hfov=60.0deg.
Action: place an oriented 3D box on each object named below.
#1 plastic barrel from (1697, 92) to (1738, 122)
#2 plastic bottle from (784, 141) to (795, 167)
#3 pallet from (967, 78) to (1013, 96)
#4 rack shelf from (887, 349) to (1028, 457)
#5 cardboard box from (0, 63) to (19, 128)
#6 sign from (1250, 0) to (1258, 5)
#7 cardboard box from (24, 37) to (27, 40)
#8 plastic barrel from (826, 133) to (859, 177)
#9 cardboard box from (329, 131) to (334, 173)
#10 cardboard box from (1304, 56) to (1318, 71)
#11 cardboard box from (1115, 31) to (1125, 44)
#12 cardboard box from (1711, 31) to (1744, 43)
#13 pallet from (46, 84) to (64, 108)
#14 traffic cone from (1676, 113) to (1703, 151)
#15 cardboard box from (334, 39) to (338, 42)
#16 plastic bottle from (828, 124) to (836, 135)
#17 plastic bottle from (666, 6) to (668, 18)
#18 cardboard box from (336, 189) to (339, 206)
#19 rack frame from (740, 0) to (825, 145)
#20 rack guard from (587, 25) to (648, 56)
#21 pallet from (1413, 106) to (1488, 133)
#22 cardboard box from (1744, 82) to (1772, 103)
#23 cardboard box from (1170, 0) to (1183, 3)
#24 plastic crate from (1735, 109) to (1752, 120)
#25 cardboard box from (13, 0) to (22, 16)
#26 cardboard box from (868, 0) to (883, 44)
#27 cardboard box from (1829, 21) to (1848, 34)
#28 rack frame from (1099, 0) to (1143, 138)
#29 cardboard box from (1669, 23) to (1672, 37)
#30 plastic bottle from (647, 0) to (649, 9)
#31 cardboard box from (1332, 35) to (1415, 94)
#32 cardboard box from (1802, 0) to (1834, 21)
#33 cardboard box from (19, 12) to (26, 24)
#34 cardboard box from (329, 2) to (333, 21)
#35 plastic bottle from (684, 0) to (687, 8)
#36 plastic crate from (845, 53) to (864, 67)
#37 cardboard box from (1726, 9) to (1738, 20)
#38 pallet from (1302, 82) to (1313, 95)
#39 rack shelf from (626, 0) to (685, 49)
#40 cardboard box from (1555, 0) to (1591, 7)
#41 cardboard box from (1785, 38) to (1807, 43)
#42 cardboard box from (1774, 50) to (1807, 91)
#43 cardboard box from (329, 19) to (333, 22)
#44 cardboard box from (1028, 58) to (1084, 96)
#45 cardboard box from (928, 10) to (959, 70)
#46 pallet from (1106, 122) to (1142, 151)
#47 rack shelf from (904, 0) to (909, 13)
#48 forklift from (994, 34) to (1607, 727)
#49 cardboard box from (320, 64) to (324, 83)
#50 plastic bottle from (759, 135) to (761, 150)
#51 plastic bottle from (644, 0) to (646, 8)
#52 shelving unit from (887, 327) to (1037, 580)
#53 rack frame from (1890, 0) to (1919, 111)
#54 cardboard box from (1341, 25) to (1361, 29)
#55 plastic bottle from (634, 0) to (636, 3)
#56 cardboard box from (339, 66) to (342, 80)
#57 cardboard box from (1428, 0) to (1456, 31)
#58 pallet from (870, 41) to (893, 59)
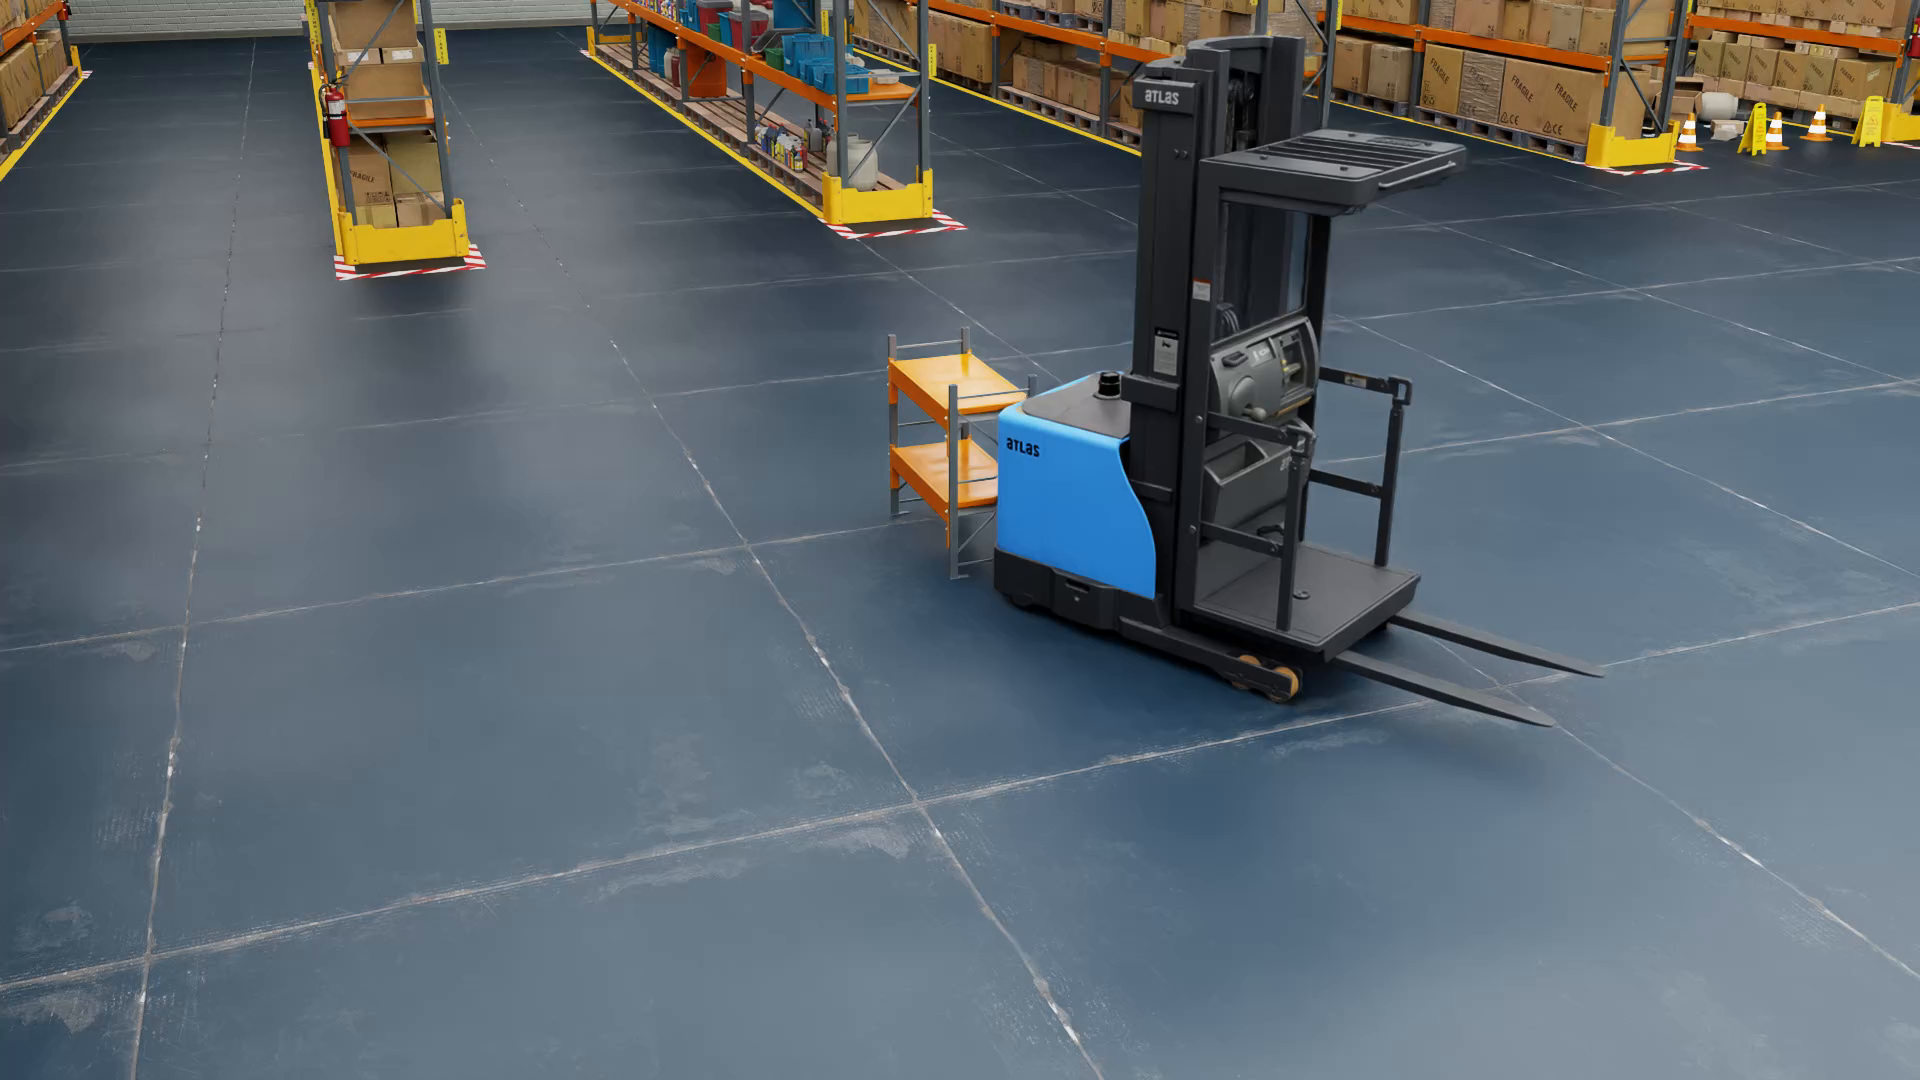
[{"bbox_3d":[10.943,-6.254,24.044,0.512,0.421,0.421,8,24,18],"label":"plastic barrel"},{"bbox_3d":[-1.987,-4.560,19.647,0.152,0.276,0.135,-9,24,-20],"label":"plastic bottle"},{"bbox_3d":[0.784,-7.458,27.172,1.003,0.211,1.213,-8,24,-19],"label":"pallet"},{"bbox_3d":[-0.002,-0.791,9.424,0.538,0.278,1.000,-8,24,-19],"label":"rack shelf"},{"bbox_3d":[-13.047,-5.895,22.101,0.750,0.750,0.750,-9,24,-20],"label":"cardboard box"},{"bbox_3d":[3.291,-6.149,18.580,0.100,0.325,0.005,-8,24,-19],"label":"sign"},{"bbox_3d":[-15.177,-7.971,26.643,0.380,0.149,0.250,-8,24,-18],"label":"cardboard box"},{"bbox_3d":[-1.297,-4.317,18.793,0.421,0.512,0.421,0,23,0],"label":"plastic barrel"},{"bbox_3d":[-6.461,-4.150,17.769,0.500,0.500,0.500,-8,24,-19],"label":"cardboard box"},{"bbox_3d":[3.940,-5.559,19.402,0.380,0.149,0.250,-8,24,-19],"label":"cardboard box"},{"bbox_3d":[2.275,-6.665,22.024,0.380,0.149,0.250,-8,24,-19],"label":"cardboard box"},{"bbox_3d":[11.620,-7.618,25.161,0.380,0.149,0.250,-8,24,-18],"label":"cardboard box"},{"bbox_3d":[-14.519,-6.862,25.760,1.003,0.211,1.213,-8,24,-19],"label":"pallet"},{"bbox_3d":[9.635,-5.401,21.970,0.336,0.463,0.334,-8,24,-19],"label":"traffic cone"},{"bbox_3d":[-6.035,-4.918,16.593,0.380,0.149,0.250,-8,24,-18],"label":"cardboard box"},{"bbox_3d":[-1.550,-4.913,20.389,0.144,0.351,0.185,-8,24,-19],"label":"plastic bottle"},{"bbox_3d":[-4.392,-7.997,25.118,0.097,0.201,0.097,0,23,0],"label":"plastic bottle"},{"bbox_3d":[-6.283,-3.623,17.484,0.500,0.250,0.500,-8,24,-19],"label":"cardboard box"},{"bbox_3d":[-2.229,-6.313,20.865,1.000,3.000,0.127,-8,24,-19],"label":"rack frame"},{"bbox_3d":[-6.489,-9.528,31.712,1.175,0.500,0.348,-8,24,-19],"label":"rack guard"},{"bbox_3d":[7.276,-6.064,23.866,1.003,0.211,1.213,-8,24,-19],"label":"pallet"},{"bbox_3d":[12.021,-6.642,24.647,0.500,0.250,0.500,-9,24,-20],"label":"cardboard box"},{"bbox_3d":[2.867,-6.894,20.446,0.500,0.500,0.500,-8,24,-19],"label":"cardboard box"},{"bbox_3d":[11.463,-6.324,24.650,0.402,0.080,0.583,-18,29,-37],"label":"plastic crate"},{"bbox_3d":[-13.735,-7.735,23.703,0.500,0.500,0.500,-8,24,-19],"label":"cardboard box"},{"bbox_3d":[-1.212,-10.015,31.844,0.875,0.875,0.875,-8,24,-19],"label":"cardboard box"},{"bbox_3d":[12.374,-7.152,23.179,0.380,0.149,0.250,-8,24,-18],"label":"cardboard box"},{"bbox_3d":[2.405,-6.992,22.478,1.000,3.000,0.127,-8,24,-19],"label":"rack frame"},{"bbox_3d":[14.200,-10.027,32.355,0.500,0.500,0.500,-7,24,-17],"label":"cardboard box"},{"bbox_3d":[-4.905,-8.525,26.370,0.097,0.201,0.097,0,23,0],"label":"plastic bottle"},{"bbox_3d":[6.440,-7.357,25.699,1.050,0.750,0.750,-8,24,-19],"label":"cardboard box"},{"bbox_3d":[12.293,-7.606,23.422,0.500,0.500,0.500,-8,24,-19],"label":"cardboard box"},{"bbox_3d":[-13.828,-7.581,24.173,0.380,0.149,0.250,-8,24,-18],"label":"cardboard box"},{"bbox_3d":[-6.522,-5.935,18.169,0.700,0.500,0.500,-8,24,-19],"label":"cardboard box"},{"bbox_3d":[-4.369,-8.673,26.630,0.097,0.271,0.097,0,23,0],"label":"plastic bottle"},{"bbox_3d":[-1.418,-5.636,19.599,0.530,0.136,0.437,-8,24,-19],"label":"plastic crate"},{"bbox_3d":[11.747,-7.901,24.957,0.380,0.149,0.250,-8,24,-19],"label":"cardboard box"},{"bbox_3d":[5.876,-7.508,27.291,1.003,0.211,1.213,-8,24,-19],"label":"pallet"},{"bbox_3d":[-4.348,-8.161,26.178,1.077,0.370,4.000,-8,24,-19],"label":"rack shelf"},{"bbox_3d":[8.118,-7.077,21.095,0.875,0.550,0.550,-8,24,-19],"label":"cardboard box"},{"bbox_3d":[15.351,-9.122,30.048,0.875,0.625,0.625,-8,24,-17],"label":"cardboard box"},{"bbox_3d":[12.203,-6.799,24.054,0.500,0.500,0.500,-9,24,-20],"label":"cardboard box"},{"bbox_3d":[-6.769,-5.670,18.378,0.380,0.149,0.250,-9,24,-20],"label":"cardboard box"},{"bbox_3d":[1.455,-7.056,25.281,0.700,0.500,0.500,-10,25,-23],"label":"cardboard box"},{"bbox_3d":[0.140,-8.559,28.390,1.225,0.875,0.875,-9,25,-21],"label":"cardboard box"},{"bbox_3d":[2.675,-5.468,22.452,1.003,0.211,1.213,-8,24,-19],"label":"pallet"},{"bbox_3d":[-1.128,-10.294,31.238,1.077,0.370,4.000,-8,24,-19],"label":"rack shelf"},{"bbox_3d":[1.634,-0.810,7.897,3.031,2.935,1.130,18,29,36],"label":"forklift"},{"bbox_3d":[-9.201,-6.824,24.731,0.500,0.500,0.500,-9,25,-21],"label":"cardboard box"},{"bbox_3d":[-2.455,-4.976,20.731,0.097,0.201,0.097,0,23,0],"label":"plastic bottle"},{"bbox_3d":[-5.011,-8.651,26.564,0.061,0.283,0.133,-8,24,-19],"label":"plastic bottle"},{"bbox_3d":[-0.002,-0.521,9.537,0.538,1.125,1.048,-8,24,-19],"label":"shelving unit"},{"bbox_3d":[13.089,-6.899,22.255,1.000,3.000,0.127,-8,24,-19],"label":"rack frame"},{"bbox_3d":[8.411,-10.840,34.364,0.875,0.438,0.875,-9,25,-21],"label":"cardboard box"},{"bbox_3d":[-5.325,-8.974,27.330,0.061,0.283,0.133,-8,24,-19],"label":"plastic bottle"},{"bbox_3d":[-6.509,-5.329,18.404,0.700,0.500,0.500,-9,24,-20],"label":"cardboard box"},{"bbox_3d":[7.222,-7.573,23.662,0.875,0.550,0.550,-8,24,-19],"label":"cardboard box"},{"bbox_3d":[-1.052,-9.345,31.650,1.003,0.211,1.213,-8,24,-19],"label":"pallet"}]
